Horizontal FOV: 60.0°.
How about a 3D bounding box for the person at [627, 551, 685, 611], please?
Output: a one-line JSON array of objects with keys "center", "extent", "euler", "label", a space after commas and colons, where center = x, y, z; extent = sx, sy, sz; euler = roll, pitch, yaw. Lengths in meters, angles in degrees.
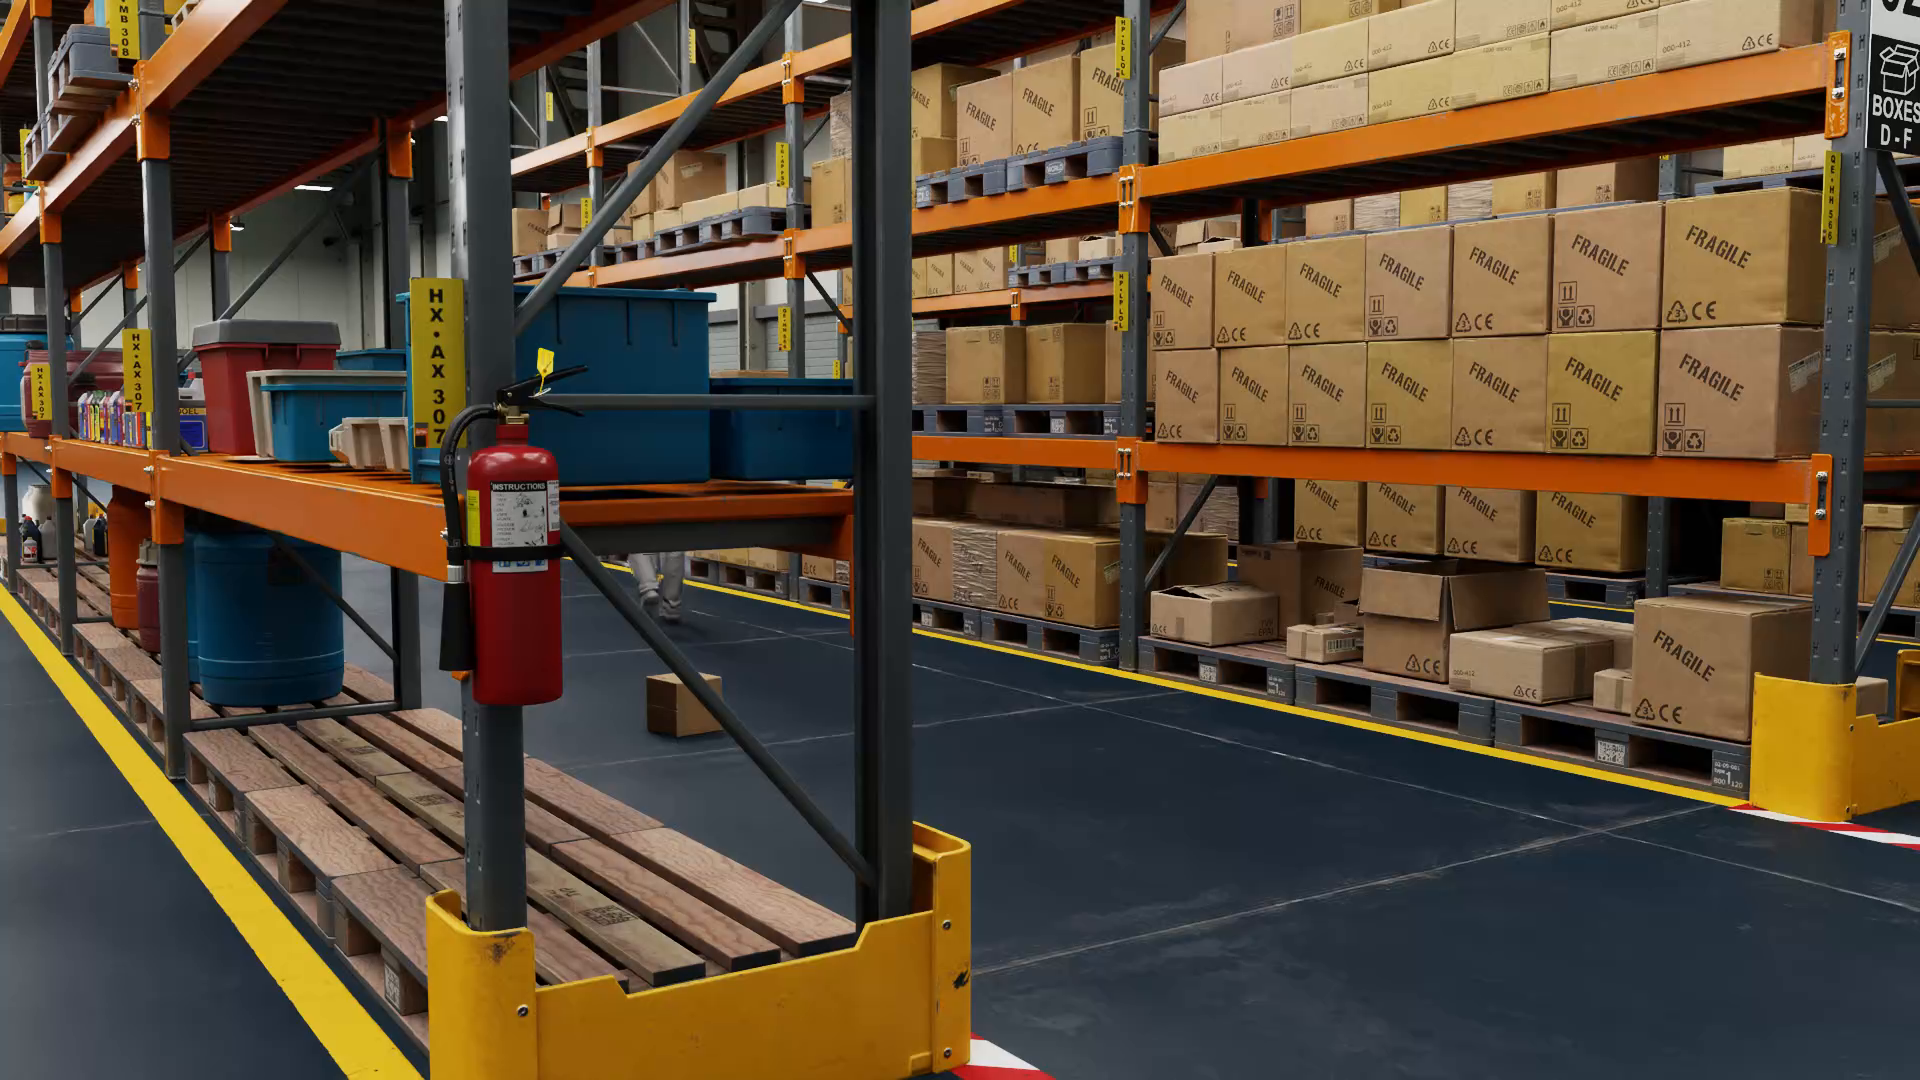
[{"center": [-2.078, -0.254, 11.525], "extent": [0.450, 1.474, 0.477], "euler": [-2, 5, -23], "label": "person"}]
